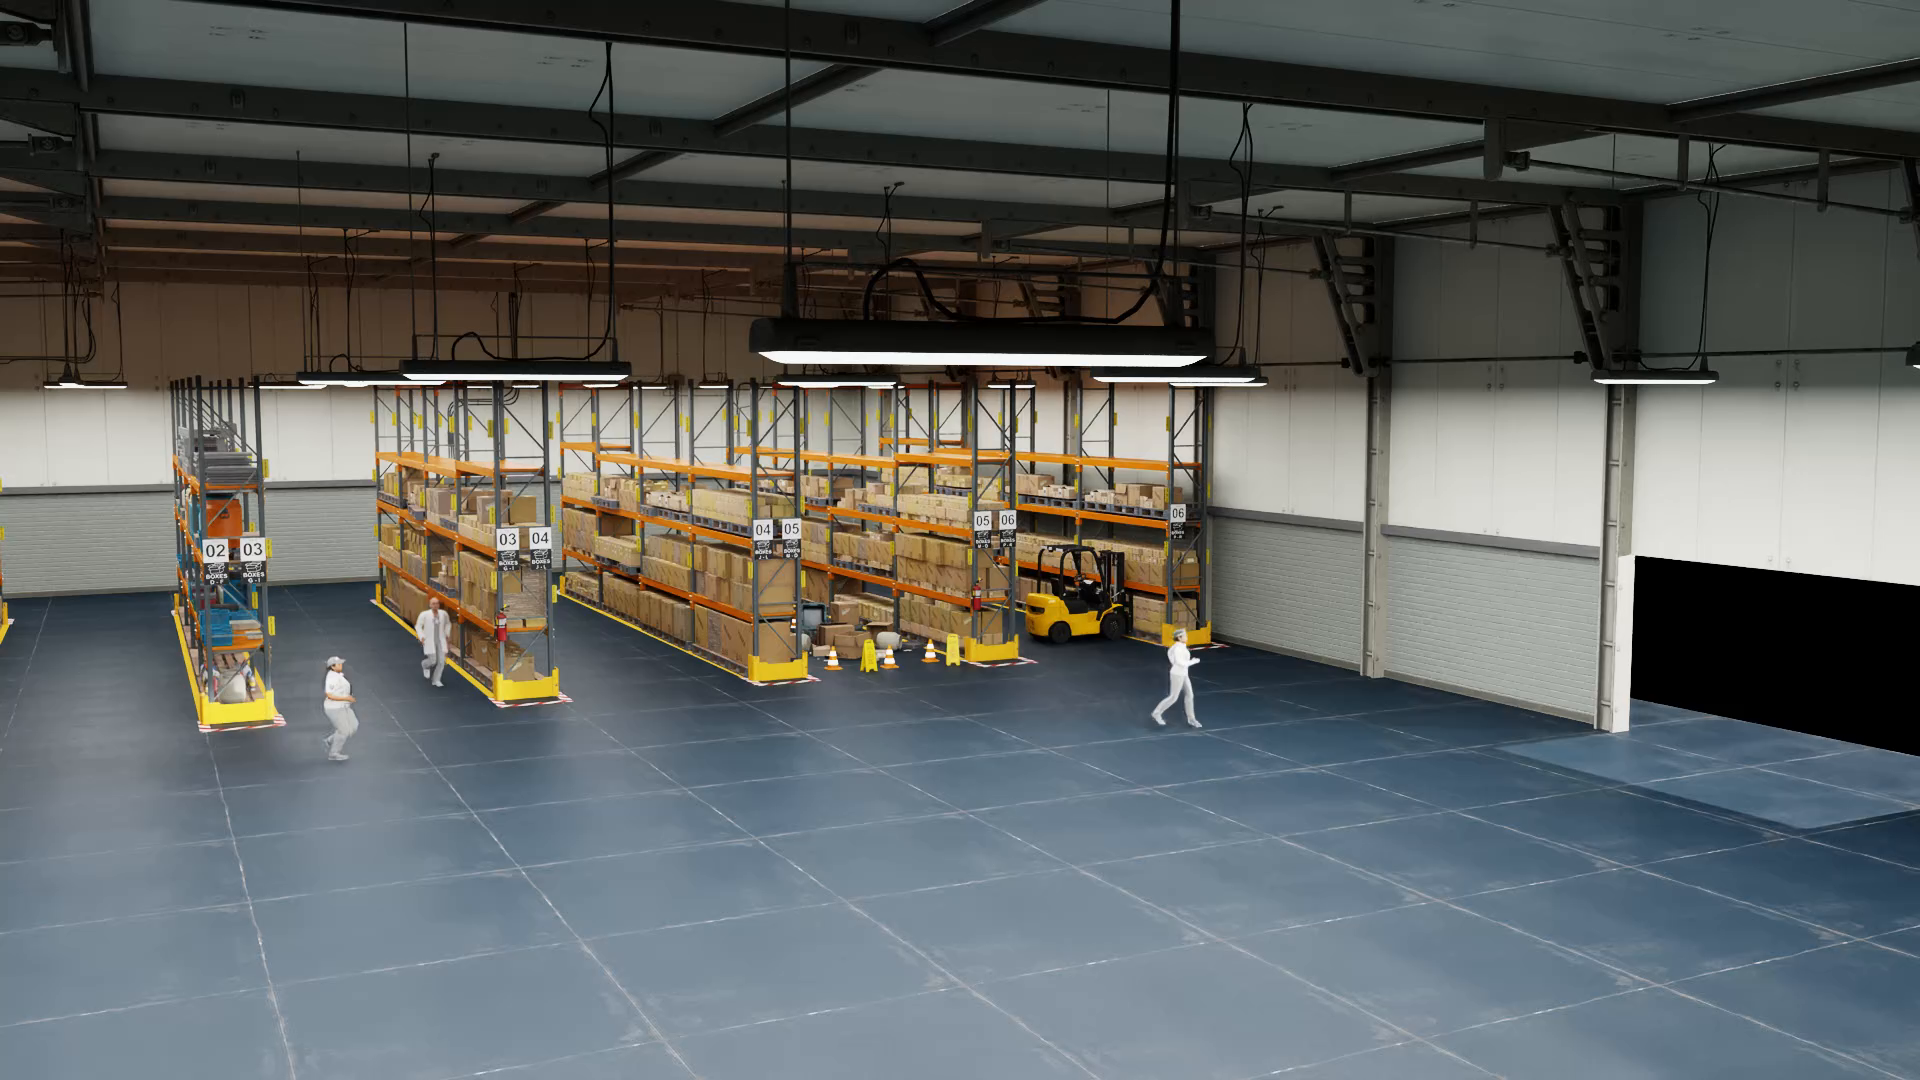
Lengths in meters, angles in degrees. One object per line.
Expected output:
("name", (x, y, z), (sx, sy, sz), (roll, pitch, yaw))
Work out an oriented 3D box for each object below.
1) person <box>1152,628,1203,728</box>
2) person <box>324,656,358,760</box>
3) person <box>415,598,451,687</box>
("person", (3.709, 2.341, 28.340), (0.867, 1.722, 0.629), (1, 5, 16))
("person", (-9.634, 2.612, 25.877), (0.538, 1.620, 0.599), (-1, 5, -6))
("person", (-10.286, 1.978, 32.502), (0.695, 1.727, 0.672), (-4, 6, -35))
